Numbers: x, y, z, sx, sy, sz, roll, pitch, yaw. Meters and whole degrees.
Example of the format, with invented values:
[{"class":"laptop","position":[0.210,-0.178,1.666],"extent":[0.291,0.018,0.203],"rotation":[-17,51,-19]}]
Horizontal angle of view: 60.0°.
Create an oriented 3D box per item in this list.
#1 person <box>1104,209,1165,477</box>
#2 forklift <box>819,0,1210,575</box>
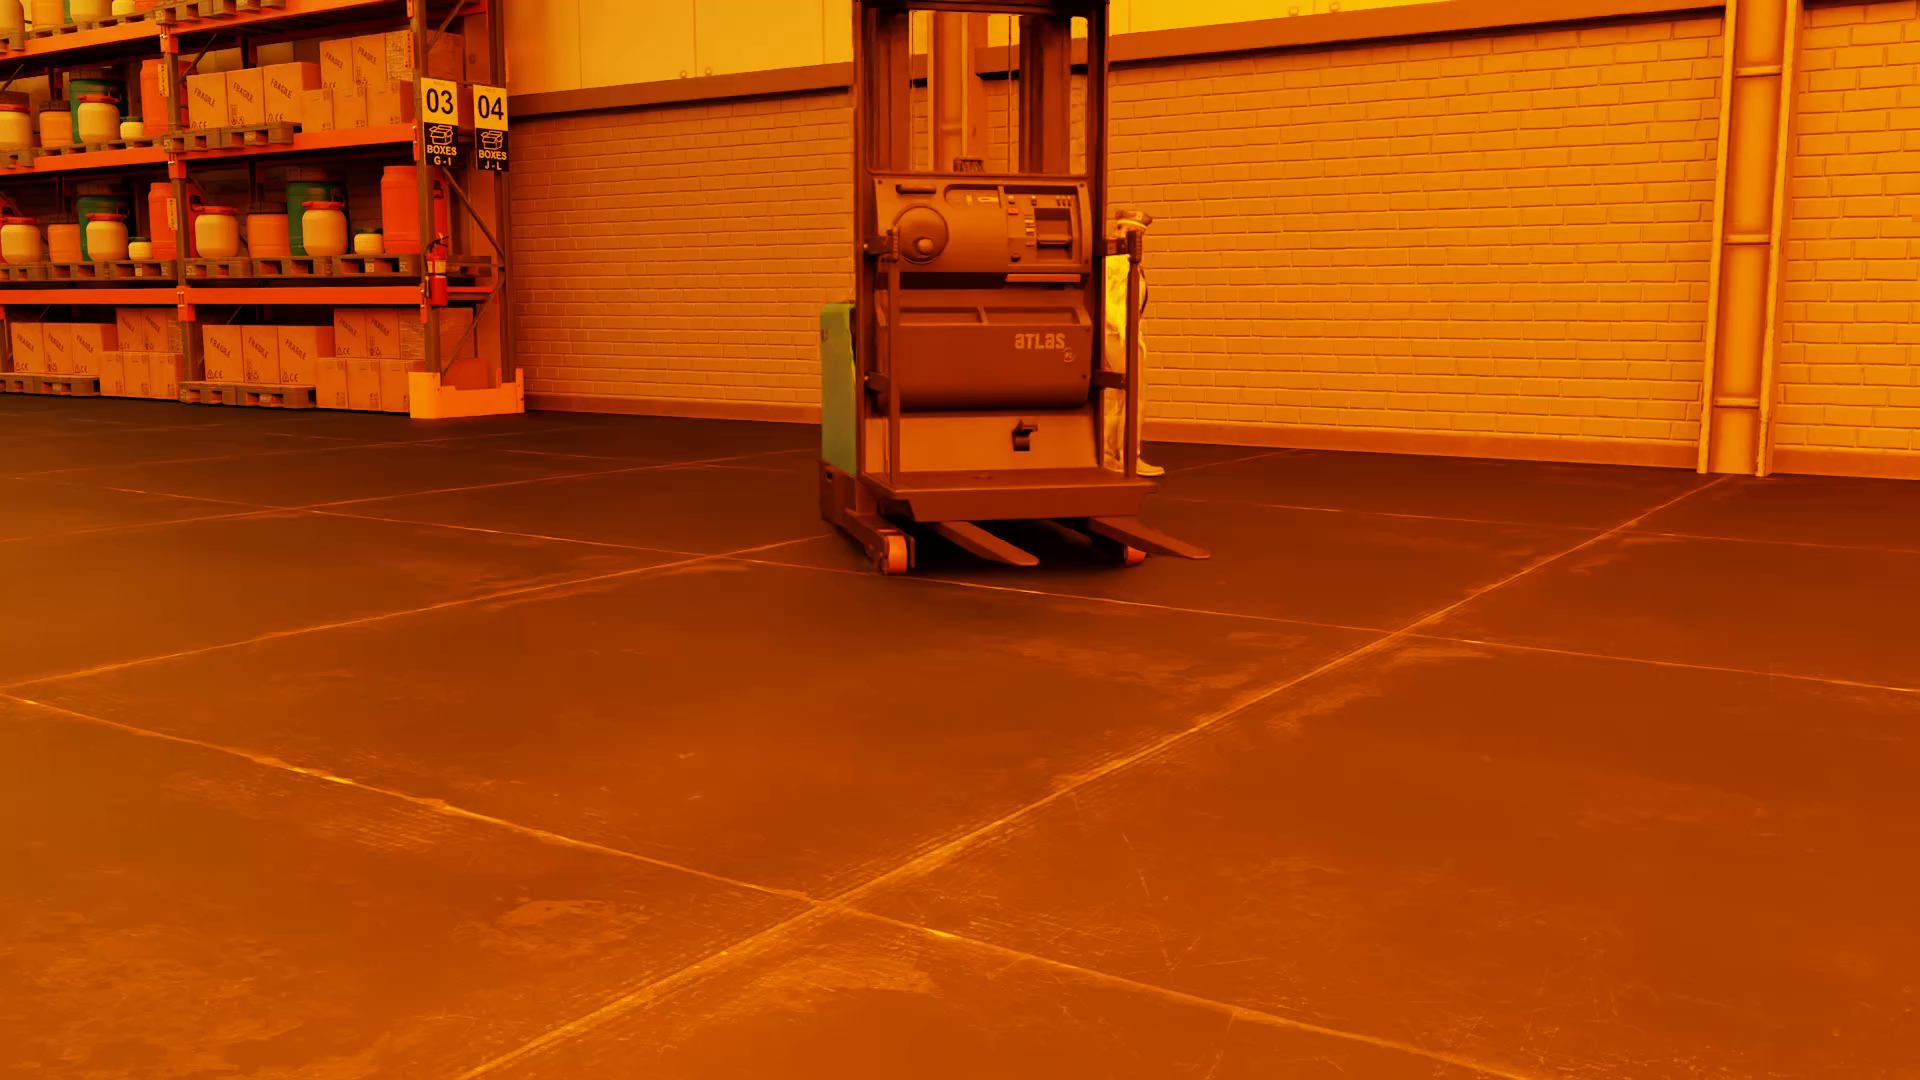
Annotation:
[{"class":"person","position":[1.070,-1.239,10.473],"extent":[0.467,1.653,0.687],"rotation":[1,8,8]},{"class":"forklift","position":[0.154,-1.368,6.811],"extent":[1.130,2.935,3.031],"rotation":[-2,8,-14]}]
